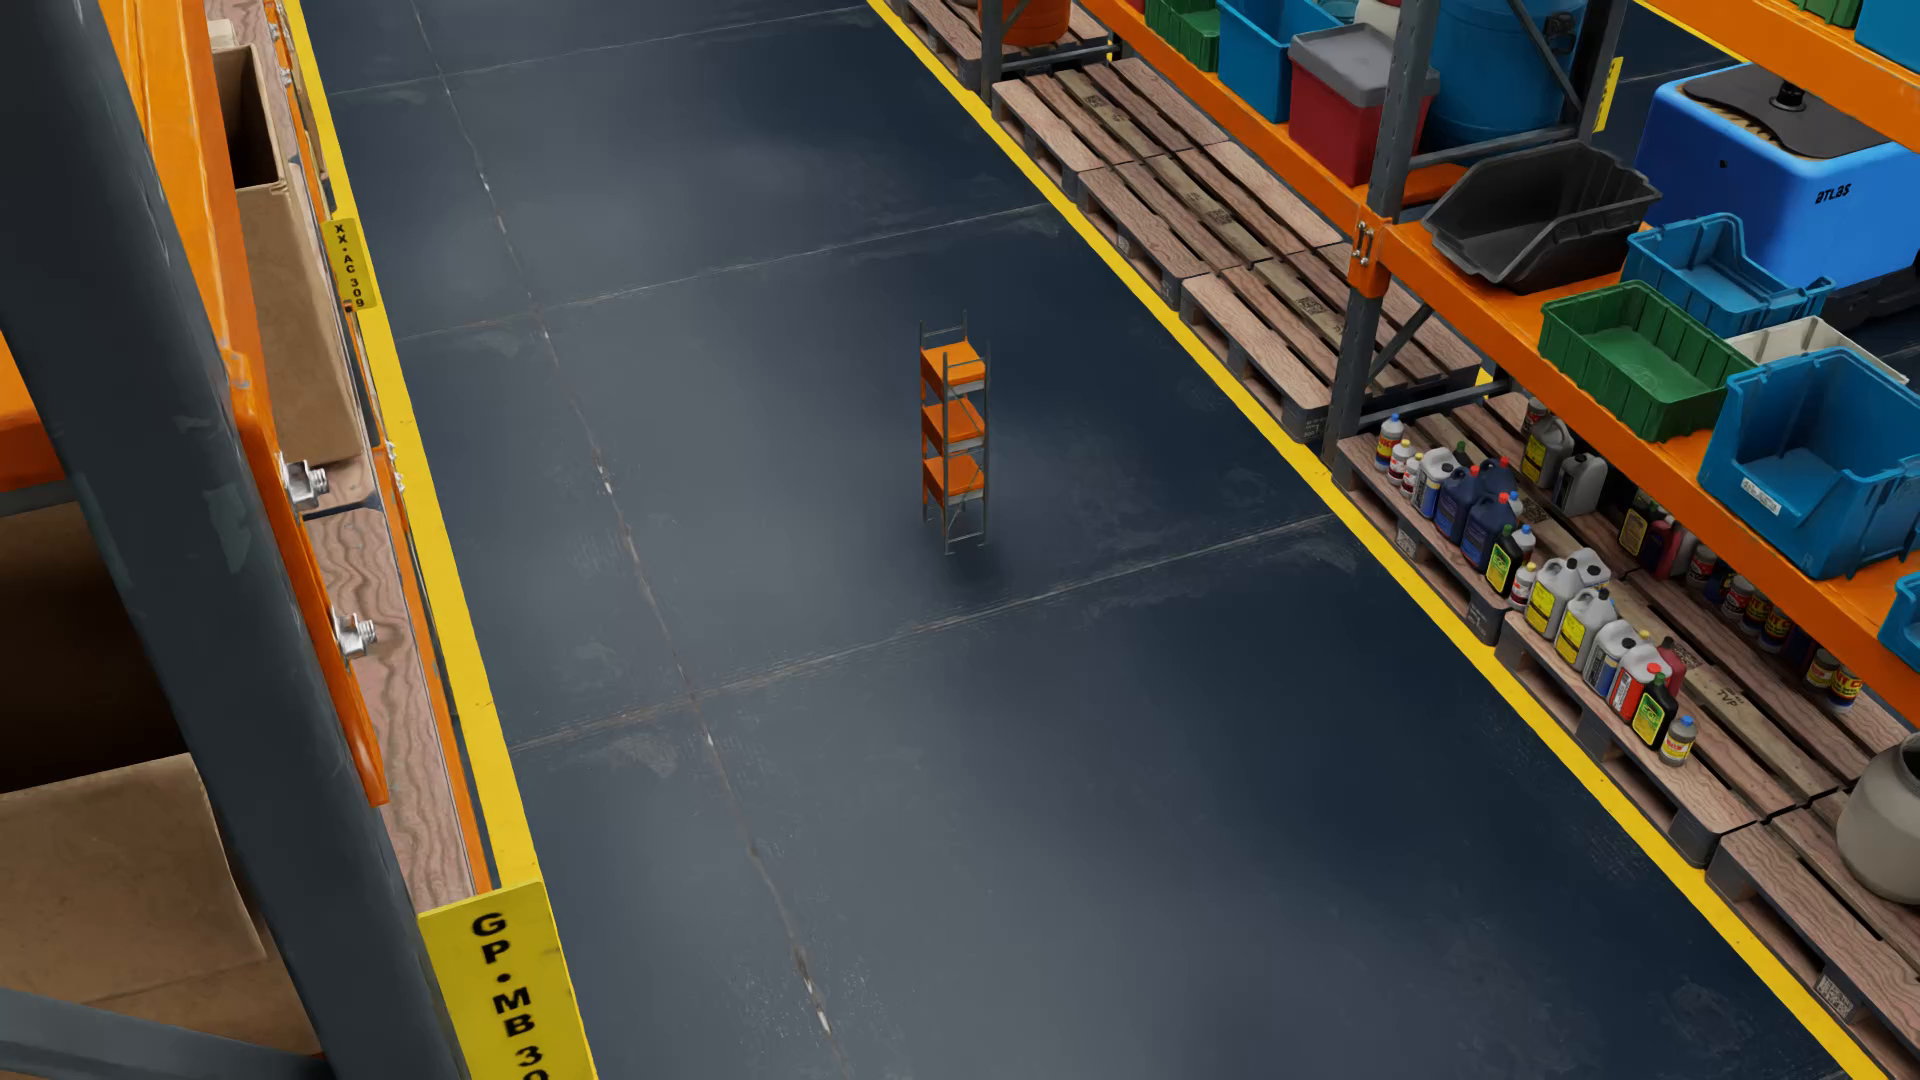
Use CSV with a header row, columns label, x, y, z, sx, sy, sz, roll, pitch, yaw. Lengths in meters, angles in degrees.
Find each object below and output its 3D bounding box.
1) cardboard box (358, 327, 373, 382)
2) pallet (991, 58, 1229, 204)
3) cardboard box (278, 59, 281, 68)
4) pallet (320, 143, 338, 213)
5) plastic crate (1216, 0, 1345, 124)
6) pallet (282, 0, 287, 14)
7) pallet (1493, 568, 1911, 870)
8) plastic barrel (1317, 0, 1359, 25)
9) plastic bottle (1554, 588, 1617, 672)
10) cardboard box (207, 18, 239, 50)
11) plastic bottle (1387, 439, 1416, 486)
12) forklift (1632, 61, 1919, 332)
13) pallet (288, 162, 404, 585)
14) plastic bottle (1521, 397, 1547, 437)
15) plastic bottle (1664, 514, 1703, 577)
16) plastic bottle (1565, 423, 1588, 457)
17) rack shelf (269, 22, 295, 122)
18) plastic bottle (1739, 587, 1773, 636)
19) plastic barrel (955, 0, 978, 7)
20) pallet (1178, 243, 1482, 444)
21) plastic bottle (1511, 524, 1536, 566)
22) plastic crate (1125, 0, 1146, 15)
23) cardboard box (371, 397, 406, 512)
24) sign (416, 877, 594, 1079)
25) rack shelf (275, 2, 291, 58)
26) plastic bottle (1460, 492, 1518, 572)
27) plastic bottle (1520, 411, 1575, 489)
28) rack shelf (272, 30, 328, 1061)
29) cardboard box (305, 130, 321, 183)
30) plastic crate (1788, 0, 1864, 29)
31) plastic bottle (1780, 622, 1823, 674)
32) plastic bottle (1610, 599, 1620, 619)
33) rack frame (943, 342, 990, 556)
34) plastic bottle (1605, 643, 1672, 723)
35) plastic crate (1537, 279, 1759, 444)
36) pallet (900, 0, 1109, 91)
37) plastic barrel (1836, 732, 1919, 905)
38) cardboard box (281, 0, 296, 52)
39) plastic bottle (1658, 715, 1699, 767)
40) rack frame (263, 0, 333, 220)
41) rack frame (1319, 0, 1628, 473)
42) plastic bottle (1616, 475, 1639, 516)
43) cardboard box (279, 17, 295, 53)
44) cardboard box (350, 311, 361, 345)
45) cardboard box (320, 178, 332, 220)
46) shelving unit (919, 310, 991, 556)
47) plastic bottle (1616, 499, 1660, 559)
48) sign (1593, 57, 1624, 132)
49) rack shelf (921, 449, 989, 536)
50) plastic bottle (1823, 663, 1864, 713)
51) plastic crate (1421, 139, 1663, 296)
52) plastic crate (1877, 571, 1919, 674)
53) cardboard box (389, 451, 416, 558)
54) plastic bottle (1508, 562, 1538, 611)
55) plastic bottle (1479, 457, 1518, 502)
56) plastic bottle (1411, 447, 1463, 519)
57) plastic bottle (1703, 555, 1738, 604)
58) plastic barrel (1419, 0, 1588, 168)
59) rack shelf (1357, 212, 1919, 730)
label,x,y,z,sx,sy,sz,roll,pitch,yaw
cardboard box,-2.946,-0.714,7.566,0.500,0.250,0.500,-14,43,-16
pallet,0.876,-2.475,9.967,1.003,0.211,1.213,-15,43,-17
cardboard box,-3.363,-2.207,7.709,0.380,0.149,0.250,-15,43,-17
pallet,-4.213,-2.177,9.620,1.003,0.211,1.213,-15,43,-17
plastic crate,1.437,-2.180,7.497,0.392,0.384,0.575,-15,43,-17
pallet,-5.146,-3.647,11.329,1.003,0.211,1.213,-15,43,-17
pallet,2.835,0.609,6.380,1.003,0.211,1.213,-15,43,-17
plastic barrel,1.782,-2.382,7.826,0.301,0.262,0.301,0,41,0
plastic bottle,2.378,0.310,6.283,0.144,0.351,0.185,-13,42,-15
cardboard box,-1.717,-0.962,3.530,0.380,0.149,0.250,-15,43,-17
plastic bottle,1.902,-0.343,7.157,0.097,0.201,0.097,0,41,0
forklift,4.982,-2.686,8.126,3.031,2.935,1.130,-18,44,-19
pallet,-1.618,-0.228,2.982,1.003,0.211,1.213,-15,43,-17
plastic bottle,2.573,-0.564,7.414,0.097,0.201,0.097,0,41,0
plastic bottle,2.915,-0.008,6.711,0.152,0.276,0.135,-14,43,-16
plastic bottle,2.659,-0.446,7.162,0.144,0.351,0.185,-16,43,-18
rack shelf,-3.197,-2.435,6.032,1.077,0.370,4.000,-15,43,-17
plastic bottle,3.102,0.241,6.424,0.097,0.271,0.097,0,41,0
plastic barrel,0.114,-3.833,10.993,0.421,0.512,0.421,0,41,0
pallet,1.810,-1.005,8.257,1.003,0.211,1.213,-15,43,-17
plastic bottle,2.235,0.051,6.645,0.097,0.271,0.097,0,41,0
plastic crate,0.951,-2.983,8.370,0.402,0.464,0.583,-15,43,-17
cardboard box,-2.546,-0.309,6.666,0.500,0.311,0.500,-16,43,-17
sign,-0.386,0.410,1.441,0.100,0.325,0.005,-15,43,-17
rack shelf,-4.727,-3.707,9.812,1.077,0.370,4.000,-15,43,-17
plastic bottle,2.144,-0.058,6.711,0.144,0.351,0.185,-17,43,-19
plastic bottle,2.526,-0.410,7.120,0.144,0.351,0.185,-15,43,-17
rack shelf,-1.666,-0.026,3.230,1.077,0.370,4.000,-15,43,-17
cardboard box,-3.534,-1.851,8.458,0.500,0.311,0.500,-14,43,-16
plastic crate,2.499,-1.638,4.716,0.336,0.188,0.450,-15,43,-17
plastic bottle,3.201,0.363,6.274,0.061,0.283,0.133,-14,43,-16
plastic bottle,2.473,0.310,6.398,0.097,0.201,0.097,0,41,0
rack frame,0.026,-0.357,6.860,0.200,1.050,0.008,-15,43,-17
plastic bottle,2.498,0.521,6.096,0.152,0.276,0.135,-15,43,-17
plastic crate,2.405,-0.631,5.845,0.450,0.188,0.662,-15,43,-17
pallet,0.276,-3.416,11.061,1.003,0.211,1.213,-15,43,-17
plastic barrel,3.163,0.915,5.471,0.421,0.512,0.421,0,41,0
cardboard box,-4.469,-3.270,10.332,0.500,0.500,0.500,-17,43,-18
plastic bottle,2.569,0.708,5.935,0.097,0.201,0.097,0,41,0
rack frame,-3.962,-2.775,8.177,1.000,3.000,0.127,-15,43,-17
rack frame,2.146,-1.599,6.809,1.000,3.000,0.127,-15,43,-17
plastic bottle,2.833,-0.217,6.947,0.061,0.283,0.133,-12,42,-14
cardboard box,-4.078,-2.654,9.615,0.500,0.500,0.500,-17,43,-18
cardboard box,-2.949,-0.932,7.390,0.500,0.311,0.500,-14,43,-16
cardboard box,-3.535,-1.636,8.639,0.500,0.250,0.500,-14,43,-16
shelving unit,-0.020,-0.430,6.945,0.215,1.050,0.252,-15,43,-17
plastic bottle,2.771,-0.069,6.775,0.061,0.283,0.133,-15,43,-17
sign,2.659,-1.835,6.871,0.100,0.325,0.005,-15,43,-17
rack shelf,-0.020,-0.212,7.133,0.215,0.259,0.240,-15,43,-17
plastic bottle,3.271,0.508,6.114,0.097,0.271,0.097,0,41,0
plastic crate,2.229,-1.229,6.426,0.767,0.338,0.504,-15,43,-17
plastic crate,2.966,0.247,4.776,0.499,0.251,0.408,-15,43,-17
cardboard box,-2.551,-0.096,6.847,0.500,0.250,0.500,-14,43,-16
plastic bottle,2.231,0.175,6.555,0.097,0.201,0.097,0,41,0
plastic bottle,2.205,-0.208,6.885,0.144,0.351,0.185,-15,43,-17
plastic bottle,2.012,-0.244,6.985,0.152,0.276,0.135,-14,43,-15
plastic bottle,3.024,0.119,6.566,0.097,0.271,0.097,0,41,0
plastic barrel,2.278,-2.098,7.004,0.600,0.901,0.708,-15,43,-17
rack shelf,2.912,-0.122,5.643,1.077,0.370,4.000,-15,43,-17
